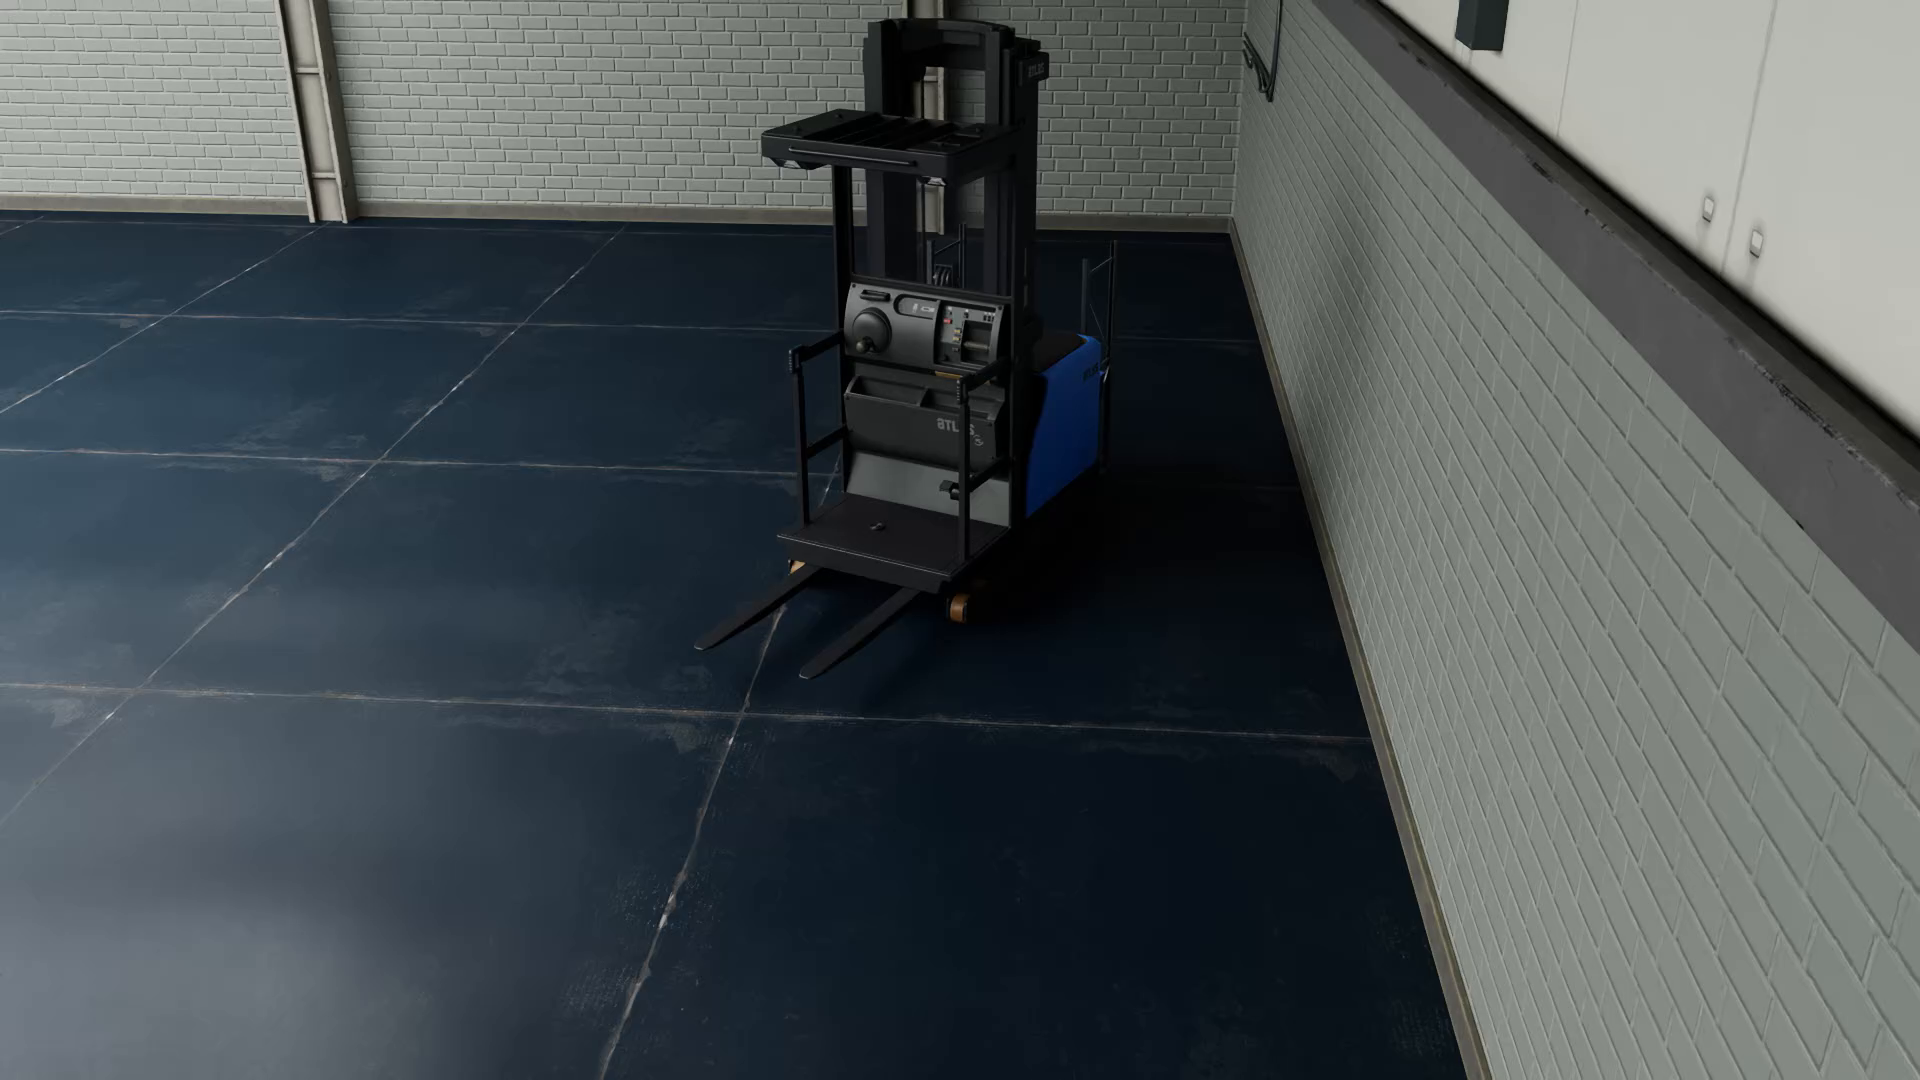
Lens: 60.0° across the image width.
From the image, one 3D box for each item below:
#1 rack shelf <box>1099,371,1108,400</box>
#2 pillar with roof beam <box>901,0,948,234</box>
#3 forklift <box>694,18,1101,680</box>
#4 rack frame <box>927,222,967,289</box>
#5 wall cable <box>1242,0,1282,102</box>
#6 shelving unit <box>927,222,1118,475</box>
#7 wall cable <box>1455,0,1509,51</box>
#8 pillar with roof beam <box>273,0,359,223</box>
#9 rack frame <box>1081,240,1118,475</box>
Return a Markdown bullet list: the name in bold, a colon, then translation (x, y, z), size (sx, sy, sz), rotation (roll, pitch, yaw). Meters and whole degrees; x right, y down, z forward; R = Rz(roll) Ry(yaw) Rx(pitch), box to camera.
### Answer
- **rack shelf**: translation (0.381, -0.980, 10.515), size (1.000, 0.185, 0.538), rotation (11, 27, 23)
- **pillar with roof beam**: translation (-0.662, -5.347, 10.605), size (0.400, 9.000, 9.100), rotation (2, 25, 4)
- **forklift**: translation (-0.292, -1.101, 8.637), size (1.130, 2.935, 3.031), rotation (12, 28, 25)
- **rack frame**: translation (-0.077, -1.235, 10.639), size (0.032, 1.500, 0.500), rotation (11, 27, 23)
- **wall cable**: translation (2.504, -5.085, 13.751), size (0.112, 2.526, 3.097), rotation (2, 25, 4)
- **shelving unit**: translation (0.381, -1.143, 10.440), size (1.048, 1.500, 0.538), rotation (11, 27, 23)
- **wall cable**: translation (1.761, -4.085, 3.793), size (0.169, 6.003, 2.305), rotation (2, 25, 4)
- **pillar with roof beam**: translation (-6.644, -5.539, 11.023), size (0.400, 9.000, 9.100), rotation (2, 25, 4)
- **rack frame**: translation (0.840, -1.051, 10.240), size (0.032, 1.500, 0.500), rotation (11, 27, 23)
